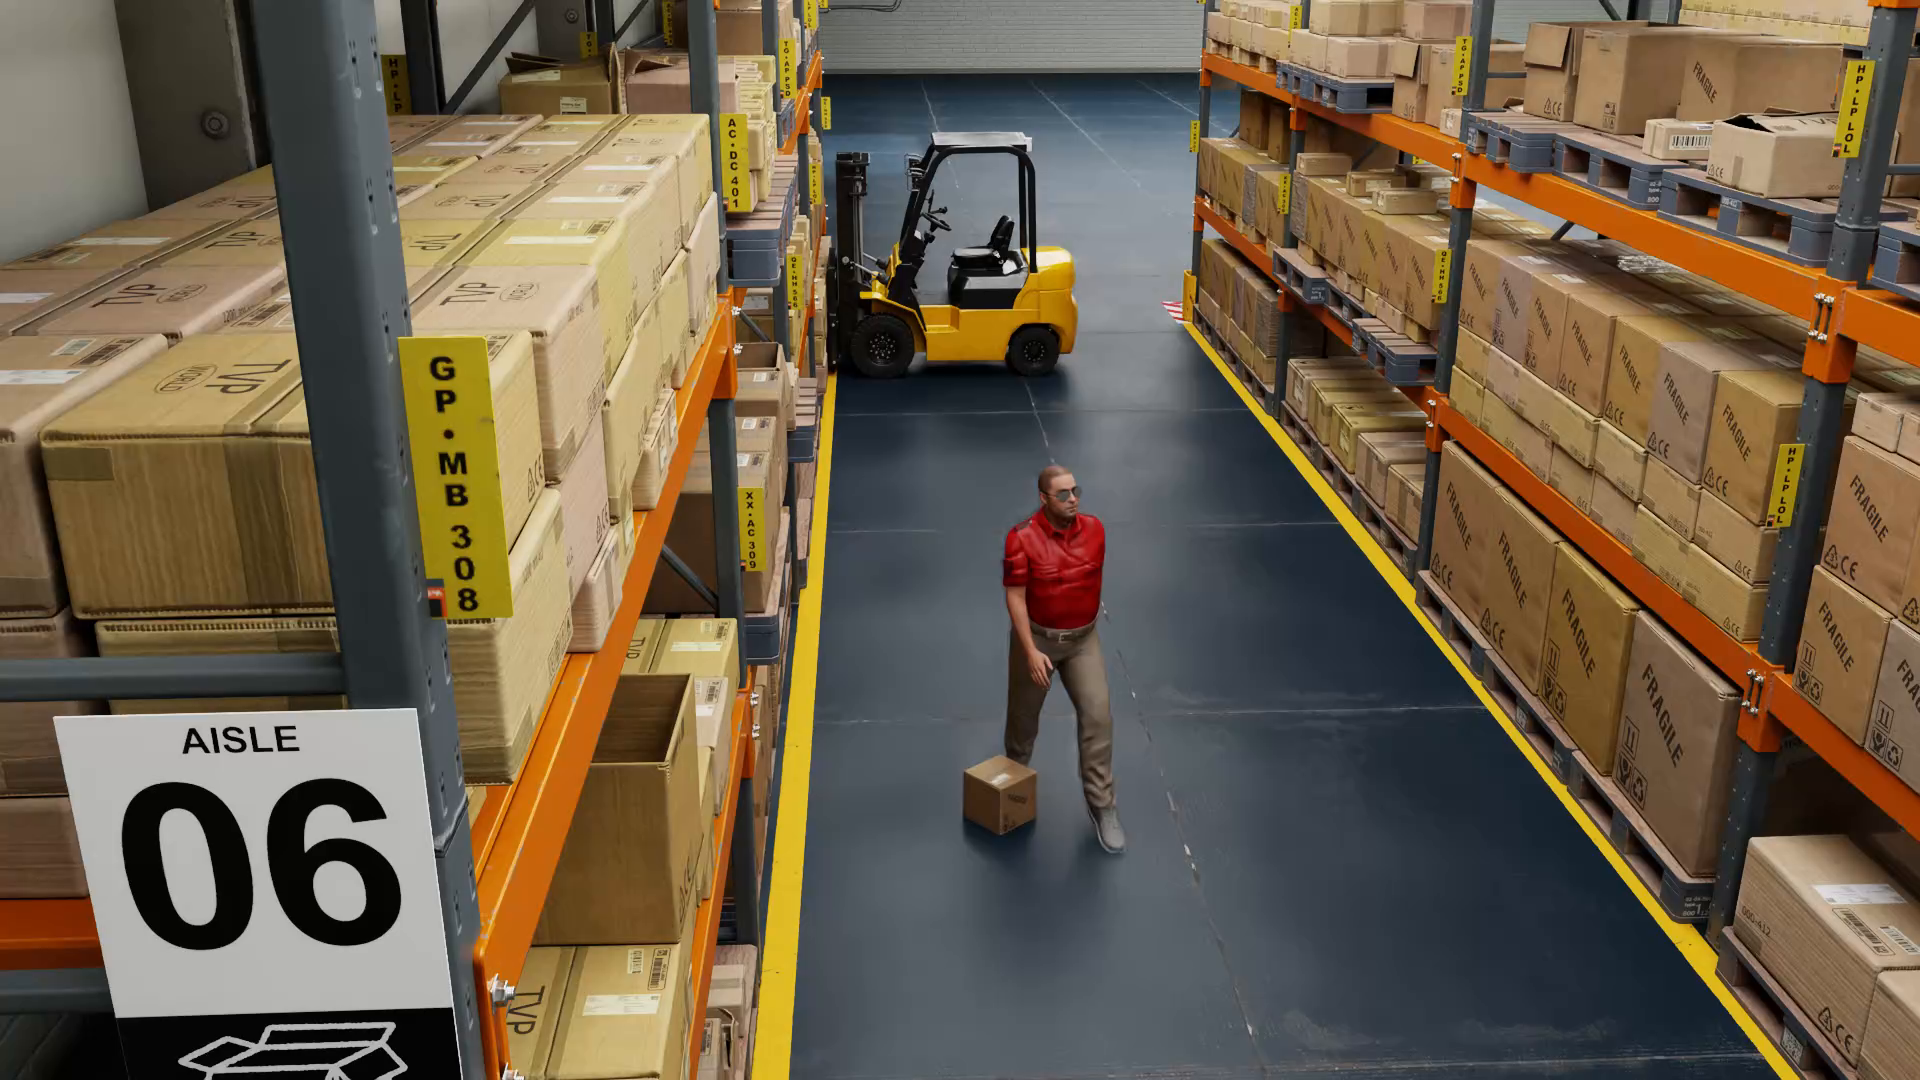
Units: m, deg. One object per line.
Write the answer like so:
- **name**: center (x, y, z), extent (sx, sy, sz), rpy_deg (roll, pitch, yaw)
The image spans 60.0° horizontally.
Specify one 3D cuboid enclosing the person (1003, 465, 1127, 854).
- **person**: center (0.467, 0.516, 7.728), extent (0.540, 1.741, 0.878), rpy_deg (-6, 21, -17)
